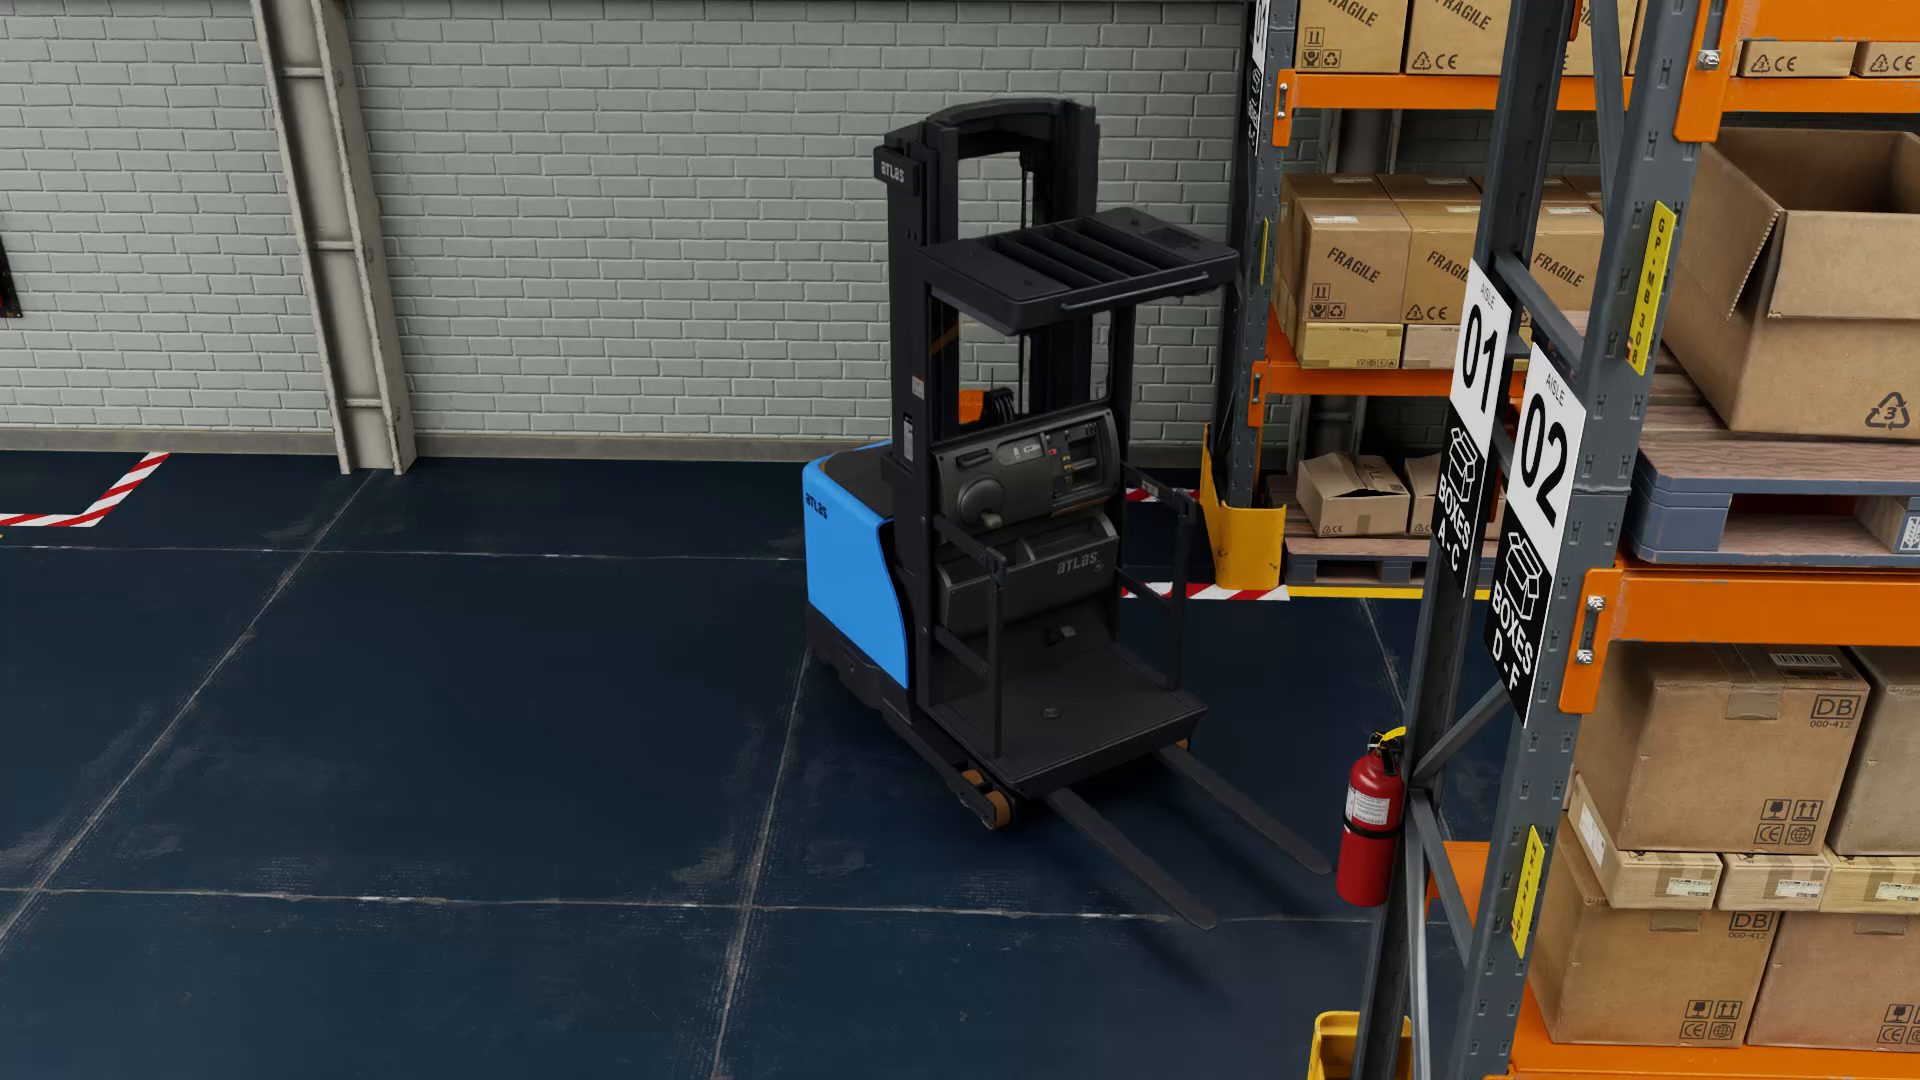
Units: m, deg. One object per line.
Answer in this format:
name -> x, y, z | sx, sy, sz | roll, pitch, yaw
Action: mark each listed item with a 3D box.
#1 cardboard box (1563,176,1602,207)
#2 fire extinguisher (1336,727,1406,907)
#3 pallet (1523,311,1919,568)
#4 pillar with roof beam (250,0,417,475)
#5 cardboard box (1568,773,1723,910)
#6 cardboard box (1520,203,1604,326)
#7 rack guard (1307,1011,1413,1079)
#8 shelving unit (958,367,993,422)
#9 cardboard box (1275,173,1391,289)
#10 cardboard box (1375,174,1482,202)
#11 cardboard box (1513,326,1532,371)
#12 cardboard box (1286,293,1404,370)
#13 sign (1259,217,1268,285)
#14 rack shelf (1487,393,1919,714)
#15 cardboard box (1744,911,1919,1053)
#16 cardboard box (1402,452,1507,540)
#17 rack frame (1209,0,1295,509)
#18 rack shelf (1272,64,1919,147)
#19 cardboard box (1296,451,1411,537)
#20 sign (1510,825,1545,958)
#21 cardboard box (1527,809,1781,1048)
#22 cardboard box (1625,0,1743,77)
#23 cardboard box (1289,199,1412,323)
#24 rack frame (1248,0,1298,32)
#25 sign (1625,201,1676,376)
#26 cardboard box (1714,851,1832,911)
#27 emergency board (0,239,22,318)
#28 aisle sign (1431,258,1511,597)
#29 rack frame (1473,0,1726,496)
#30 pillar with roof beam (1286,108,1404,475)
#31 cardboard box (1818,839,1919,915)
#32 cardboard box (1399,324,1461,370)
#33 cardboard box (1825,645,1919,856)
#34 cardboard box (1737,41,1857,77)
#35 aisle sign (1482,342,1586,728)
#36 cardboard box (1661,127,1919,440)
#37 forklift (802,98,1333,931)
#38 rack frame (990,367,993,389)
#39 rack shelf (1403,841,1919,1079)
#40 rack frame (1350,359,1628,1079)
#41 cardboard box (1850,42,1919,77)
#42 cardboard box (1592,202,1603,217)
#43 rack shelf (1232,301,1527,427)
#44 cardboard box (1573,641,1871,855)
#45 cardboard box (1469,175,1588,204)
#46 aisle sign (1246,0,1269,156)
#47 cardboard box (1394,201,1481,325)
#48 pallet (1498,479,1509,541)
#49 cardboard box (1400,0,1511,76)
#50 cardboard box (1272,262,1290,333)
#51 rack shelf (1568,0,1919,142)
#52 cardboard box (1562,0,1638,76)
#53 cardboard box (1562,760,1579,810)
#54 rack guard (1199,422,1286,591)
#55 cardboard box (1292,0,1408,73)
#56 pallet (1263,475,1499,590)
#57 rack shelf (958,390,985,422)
cardboard box -> 3.547, -1.660, 9.017 | 0.500, 0.500, 0.500 | 1, 28, 2
fire extinguisher -> 1.272, 0.811, 5.099 | 0.183, 0.674, 0.296 | 1, 28, 2
pallet -> 2.080, -0.266, 3.941 | 1.213, 0.211, 1.003 | 1, 28, 2
pillar with roof beam -> -3.873, -2.450, 4.764 | 0.400, 9.000, 9.100 | 1, 28, 2
cardboard box -> 1.759, 0.773, 4.290 | 0.250, 0.149, 0.380 | 1, 28, 1
cardboard box -> 3.021, -1.423, 8.570 | 0.500, 0.500, 0.500 | 0, 28, 0
rack guard -> 1.350, 2.101, 5.254 | 0.348, 0.500, 1.175 | 1, 28, 2
shelving unit -> 0.053, -0.463, 9.502 | 0.252, 1.050, 0.215 | 1, 28, 2
cardboard box -> 2.024, -1.688, 9.069 | 0.500, 0.500, 0.500 | 1, 28, 1
cardboard box -> 2.527, -1.675, 9.045 | 0.500, 0.500, 0.500 | 1, 28, 2
cardboard box -> 3.050, -1.095, 8.752 | 0.500, 0.250, 0.500 | 1, 28, 1
cardboard box -> 2.022, -1.108, 8.776 | 0.500, 0.250, 0.500 | 0, 28, 0
sign -> 1.526, -1.451, 8.360 | 0.005, 0.325, 0.100 | 1, 28, 2
rack shelf -> 3.373, 0.022, 4.071 | 4.000, 0.370, 1.077 | 1, 28, 2
cardboard box -> 2.365, 0.973, 4.606 | 0.500, 0.500, 0.700 | 2, 28, 3
cardboard box -> 2.803, -0.266, 9.449 | 0.500, 0.311, 0.500 | 3, 28, 6
rack frame -> 1.545, -1.322, 9.042 | 0.127, 3.000, 1.000 | 1, 28, 2
rack shelf -> 3.544, -2.297, 8.445 | 4.000, 0.370, 1.077 | 1, 28, 2
cardboard box -> 2.234, -0.275, 9.467 | 0.500, 0.311, 0.500 | -2, 28, -4
sign -> 1.349, 0.839, 3.956 | 0.005, 0.325, 0.100 | 1, 28, 2
cardboard box -> 1.840, 0.966, 4.618 | 0.500, 0.500, 0.700 | 1, 28, 2
cardboard box -> 3.461, -2.547, 8.021 | 0.500, 0.500, 0.500 | 3, 28, 5
cardboard box -> 2.012, -1.448, 8.616 | 0.500, 0.500, 0.500 | 1, 28, 2
rack frame -> 1.545, -3.973, 7.636 | 0.127, 3.000, 1.000 | 1, 28, 2
sign -> 1.349, -0.490, 3.252 | 0.005, 0.325, 0.100 | 1, 28, 2
cardboard box -> 2.023, 0.776, 4.284 | 0.250, 0.149, 0.380 | 0, 28, 0
emergency board -> -6.189, -1.873, 10.081 | 0.643, 1.169, 0.194 | 1, 28, 2
aisle sign -> 1.319, -0.291, 4.320 | 0.004, 0.787, 0.394 | 1, 28, 2
rack frame -> 1.374, -1.654, 3.262 | 0.127, 3.000, 1.000 | 1, 28, 2
pillar with roof beam -> 2.123, -2.351, 4.577 | 0.400, 9.000, 9.100 | 1, 28, 2
cardboard box -> 2.272, 0.781, 4.275 | 0.250, 0.149, 0.380 | 1, 28, 2
cardboard box -> 2.541, -1.106, 8.773 | 0.500, 0.250, 0.500 | 0, 28, 0
cardboard box -> 2.419, 0.400, 4.301 | 0.500, 0.500, 0.700 | 0, 28, 0
cardboard box -> 3.969, -2.533, 7.995 | 0.500, 0.500, 0.500 | 0, 28, 0
aisle sign -> 1.298, -0.010, 3.790 | 0.004, 0.787, 0.394 | 1, 28, 2
cardboard box -> 1.948, -0.610, 3.788 | 0.637, 0.503, 0.797 | 3, 28, 5
forklift -> 0.422, -0.271, 7.131 | 1.130, 2.935, 3.031 | -17, 32, -28
rack frame -> 0.175, -0.461, 9.499 | 0.008, 1.050, 0.200 | 1, 28, 2
rack shelf -> 3.373, 1.347, 4.774 | 4.000, 0.370, 1.077 | 1, 28, 2
rack frame -> 1.374, 0.997, 4.667 | 0.127, 3.000, 1.000 | 1, 28, 2
cardboard box -> 4.524, -2.541, 8.011 | 0.500, 0.500, 0.500 | -1, 28, -3
cardboard box -> 3.538, -1.420, 8.565 | 0.500, 0.500, 0.500 | 2, 28, 3
rack shelf -> 3.544, -0.971, 9.148 | 4.000, 0.370, 1.077 | 1, 28, 2
cardboard box -> 1.893, 0.394, 4.313 | 0.500, 0.500, 0.700 | 1, 28, 2
cardboard box -> 3.043, -1.668, 9.033 | 0.500, 0.500, 0.500 | 0, 28, 0
aisle sign -> 1.463, -2.332, 8.170 | 0.004, 0.787, 0.394 | 1, 28, 2
cardboard box -> 2.505, -1.435, 8.592 | 0.500, 0.500, 0.500 | 1, 28, 2
pallet -> 3.648, -0.037, 9.595 | 1.213, 0.211, 1.003 | 1, 28, 2
cardboard box -> 2.406, -2.552, 8.031 | 0.500, 0.500, 0.500 | 3, 28, 5
cardboard box -> 2.019, -1.348, 9.229 | 0.500, 0.250, 0.500 | 1, 28, 3
rack shelf -> 3.373, -1.126, 3.462 | 4.000, 0.370, 1.077 | 1, 28, 2
cardboard box -> 2.925, -2.546, 8.019 | 0.500, 0.500, 0.500 | 2, 28, 4
cardboard box -> 1.763, 0.583, 4.648 | 0.250, 0.149, 0.380 | 0, 28, 1
rack guard -> 1.621, -0.217, 9.625 | 0.348, 0.500, 1.175 | 1, 28, 2
cardboard box -> 1.871, -2.578, 8.080 | 0.500, 0.500, 0.500 | 2, 28, 3
pallet -> 2.432, -0.059, 9.636 | 1.213, 0.211, 1.003 | 1, 28, 2
rack shelf -> 0.053, -0.704, 9.374 | 0.240, 0.259, 0.215 | 1, 28, 2
